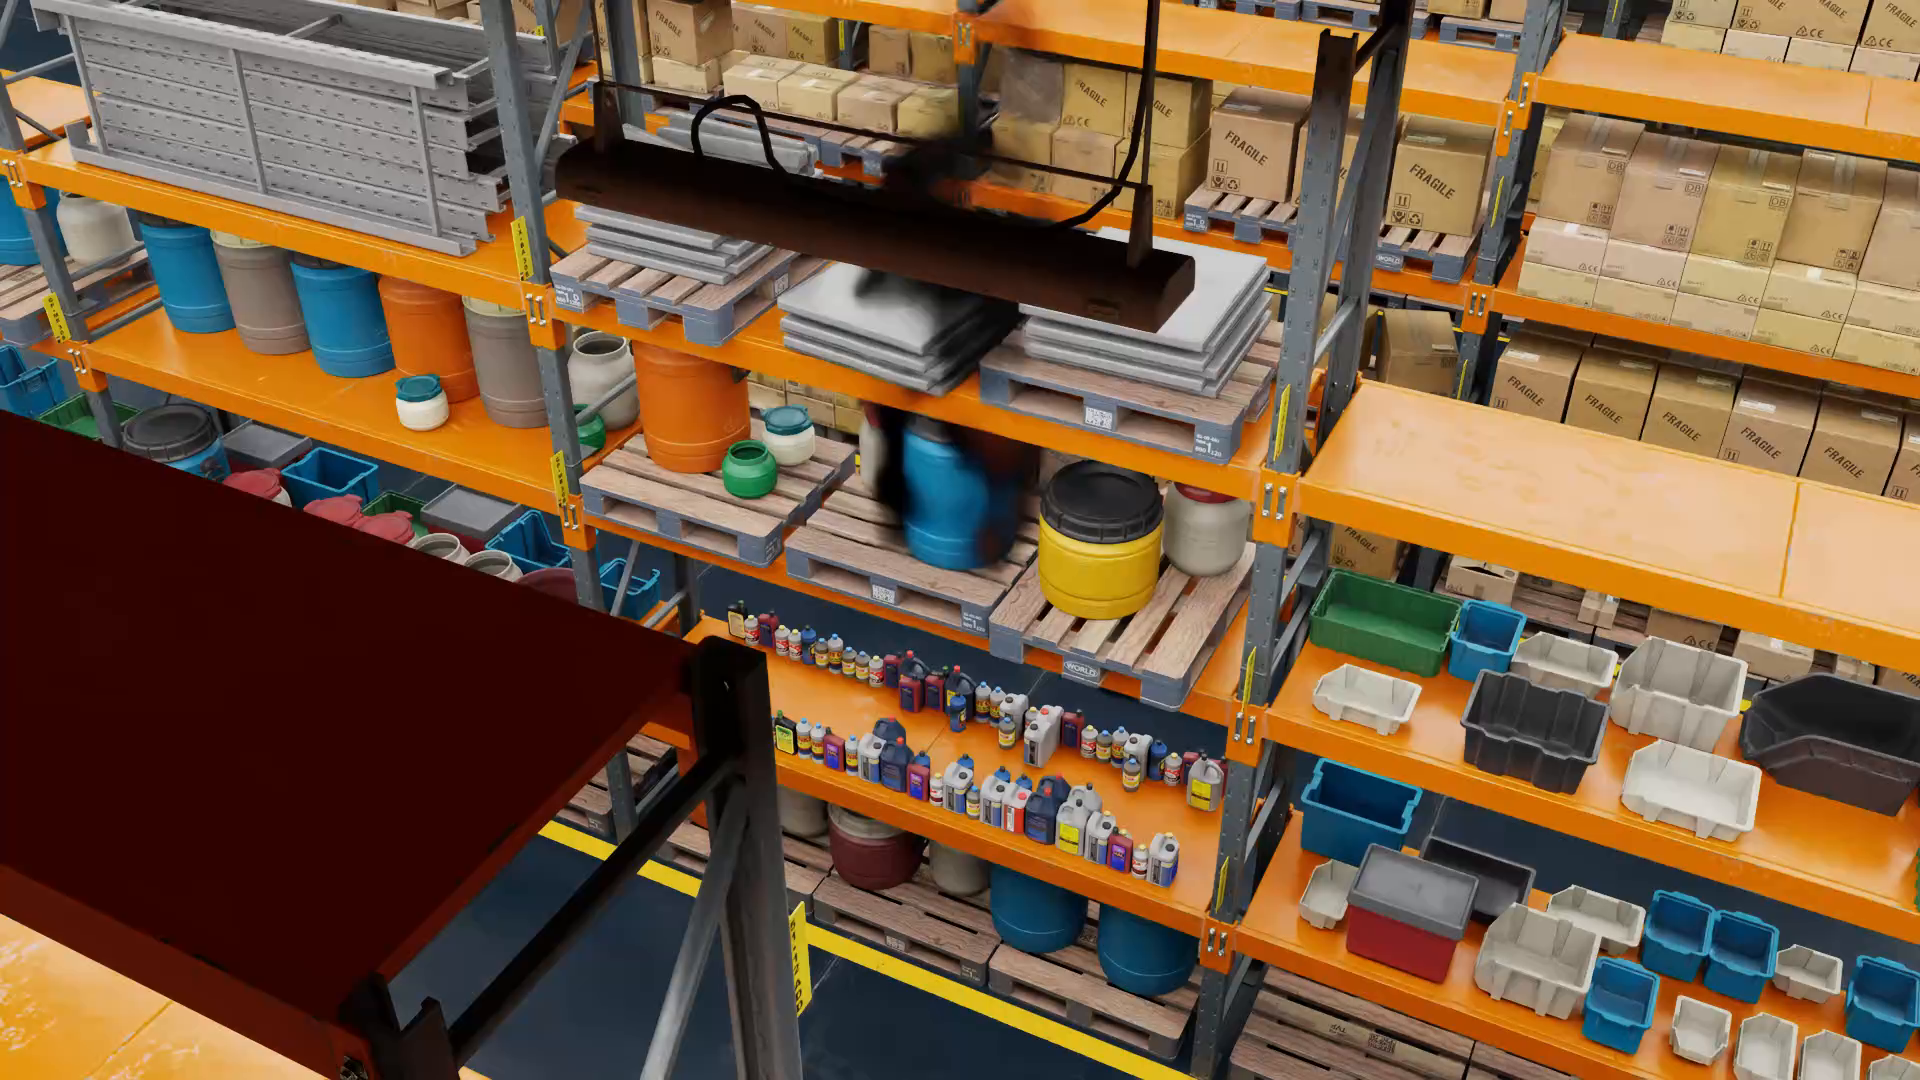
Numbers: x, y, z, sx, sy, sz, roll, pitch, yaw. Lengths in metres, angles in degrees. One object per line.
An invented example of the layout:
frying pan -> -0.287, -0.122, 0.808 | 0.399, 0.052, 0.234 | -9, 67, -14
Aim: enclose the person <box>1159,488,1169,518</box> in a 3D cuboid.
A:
person -> 1.390, 0.374, 11.789 | 1.011, 1.755, 0.716 | 9, 36, 13
